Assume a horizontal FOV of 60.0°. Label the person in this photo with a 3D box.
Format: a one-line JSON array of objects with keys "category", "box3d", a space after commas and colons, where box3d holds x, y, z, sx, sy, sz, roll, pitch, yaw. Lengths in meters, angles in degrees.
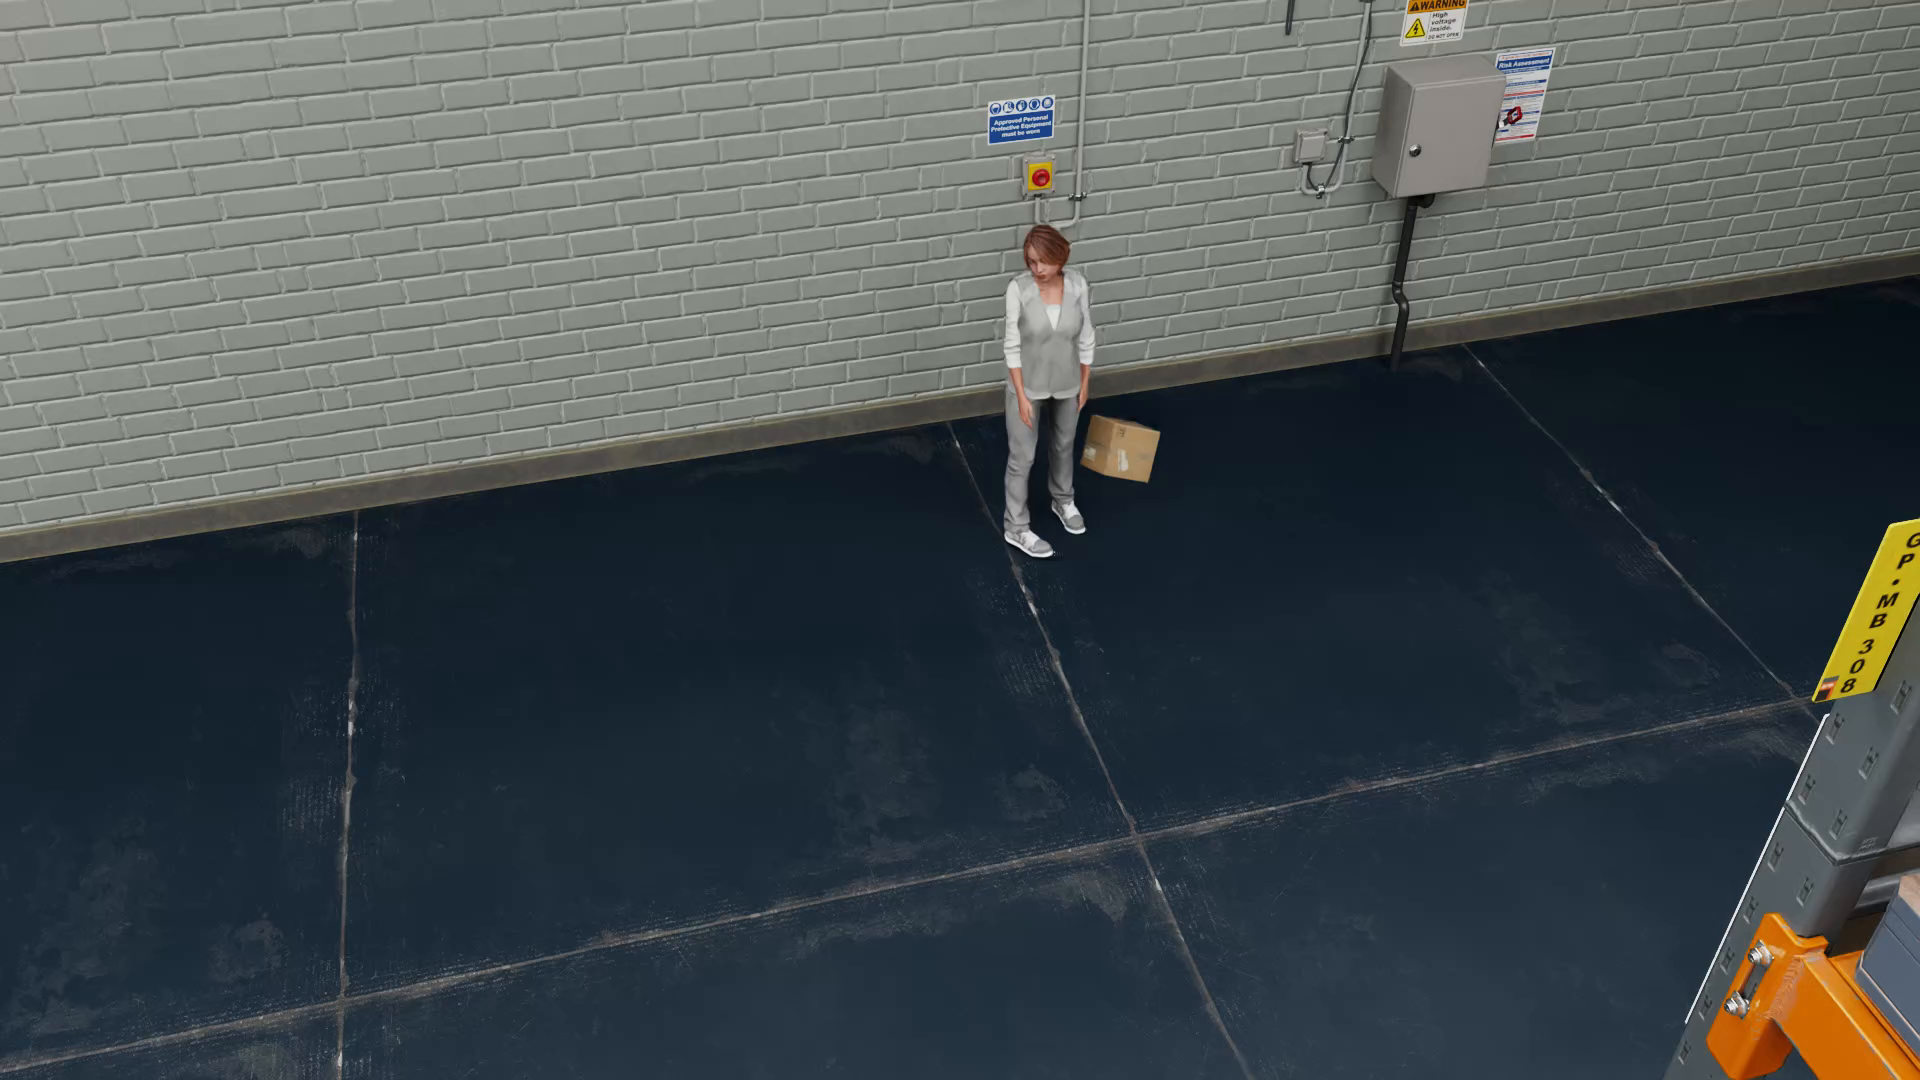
[{"category": "person", "box3d": [0.410, -0.655, 7.530, 0.427, 1.588, 0.435, -9, 40, -11]}]
